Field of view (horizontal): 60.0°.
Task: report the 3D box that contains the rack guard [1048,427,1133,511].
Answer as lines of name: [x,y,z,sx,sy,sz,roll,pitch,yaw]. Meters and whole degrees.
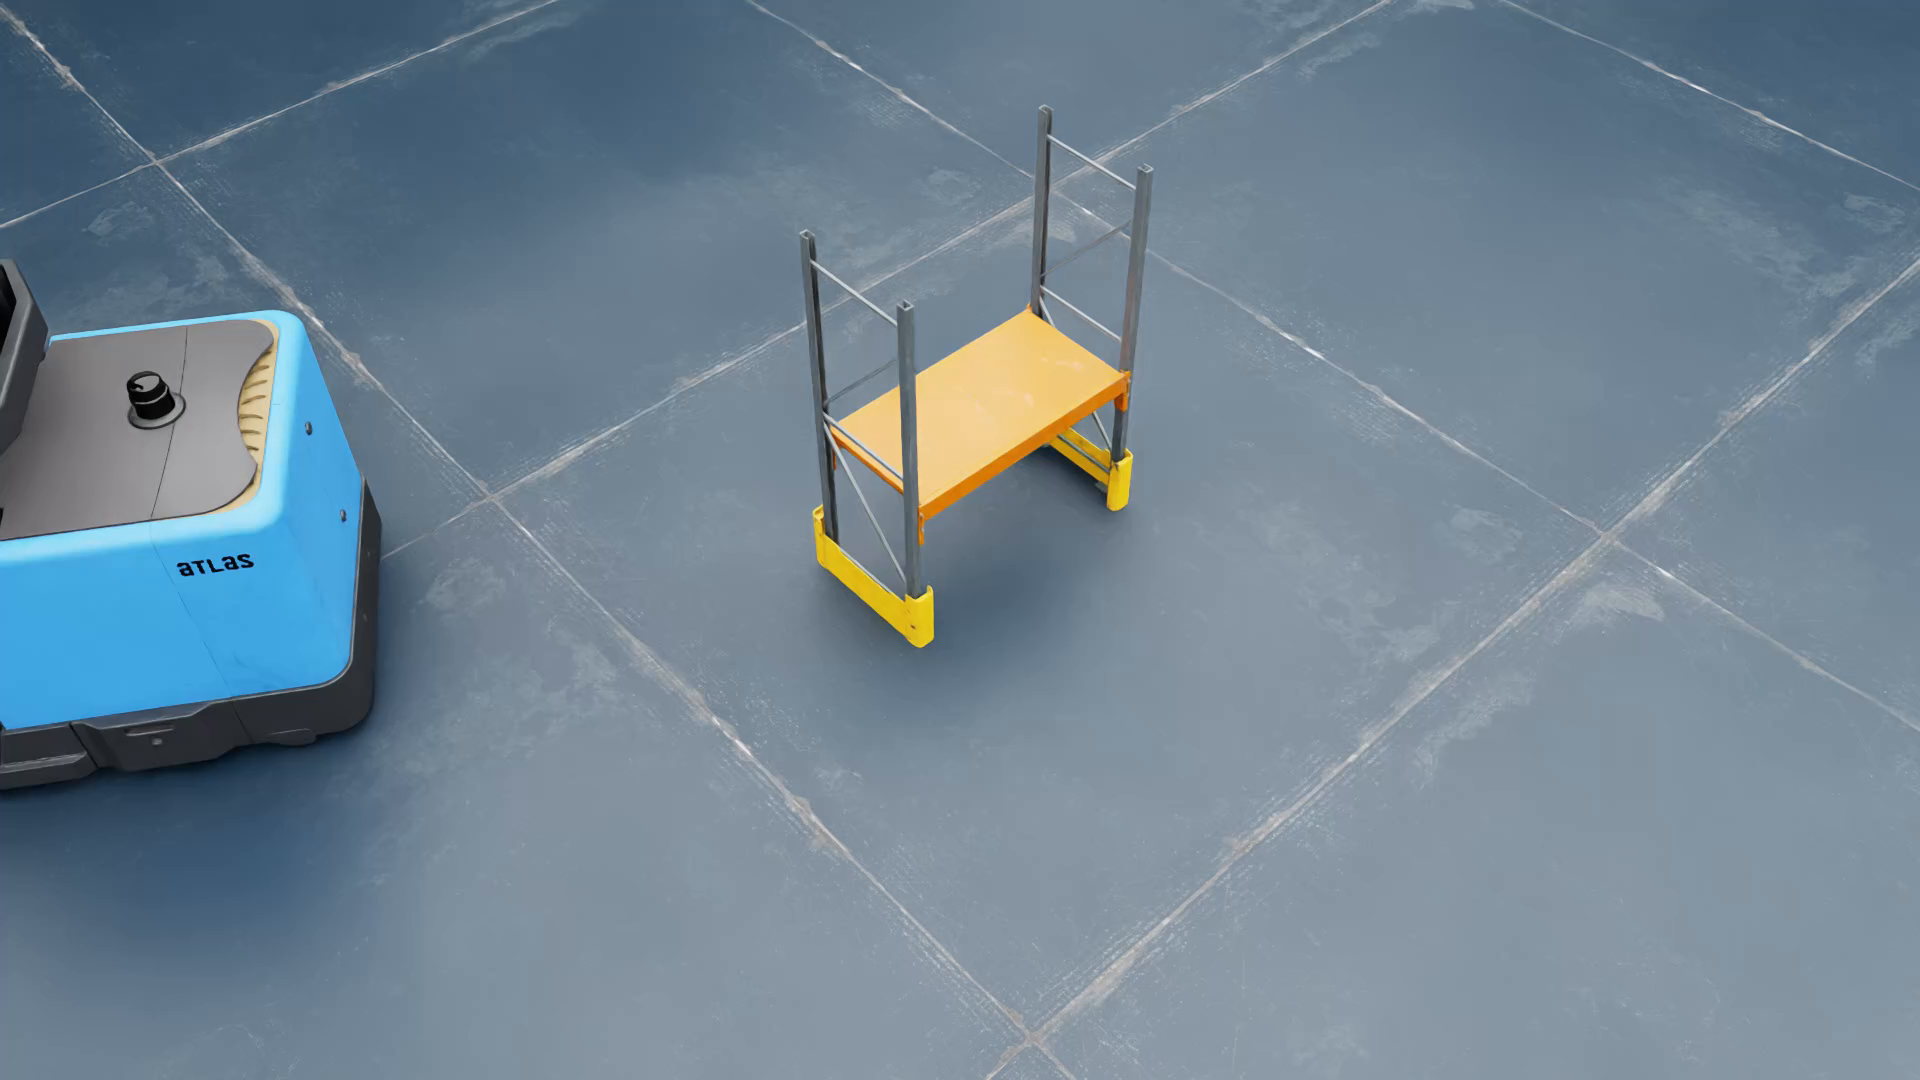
rack guard: [0.425,-0.369,6.420,0.087,0.250,0.587,-34,56,-27]

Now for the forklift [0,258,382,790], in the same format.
forklift: [-3.564,-0.486,4.704,3.031,2.935,1.130,-8,48,-7]

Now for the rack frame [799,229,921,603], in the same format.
rack frame: [-0.313,-0.299,5.506,0.032,1.500,0.500,-34,56,-27]

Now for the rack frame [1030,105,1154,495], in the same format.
rack frame: [0.439,-0.802,5.970,0.032,1.500,0.500,-34,56,-27]

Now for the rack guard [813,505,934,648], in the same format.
rack guard: [-0.312,0.124,5.966,0.087,0.250,0.587,-34,56,-27]

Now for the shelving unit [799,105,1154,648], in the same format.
shelving unit: [0.056,-0.546,5.734,1.083,1.500,0.587,-34,56,-27]

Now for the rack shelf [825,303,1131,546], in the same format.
rack shelf: [0.063,-0.429,5.870,1.000,0.185,0.538,-34,56,-27]
